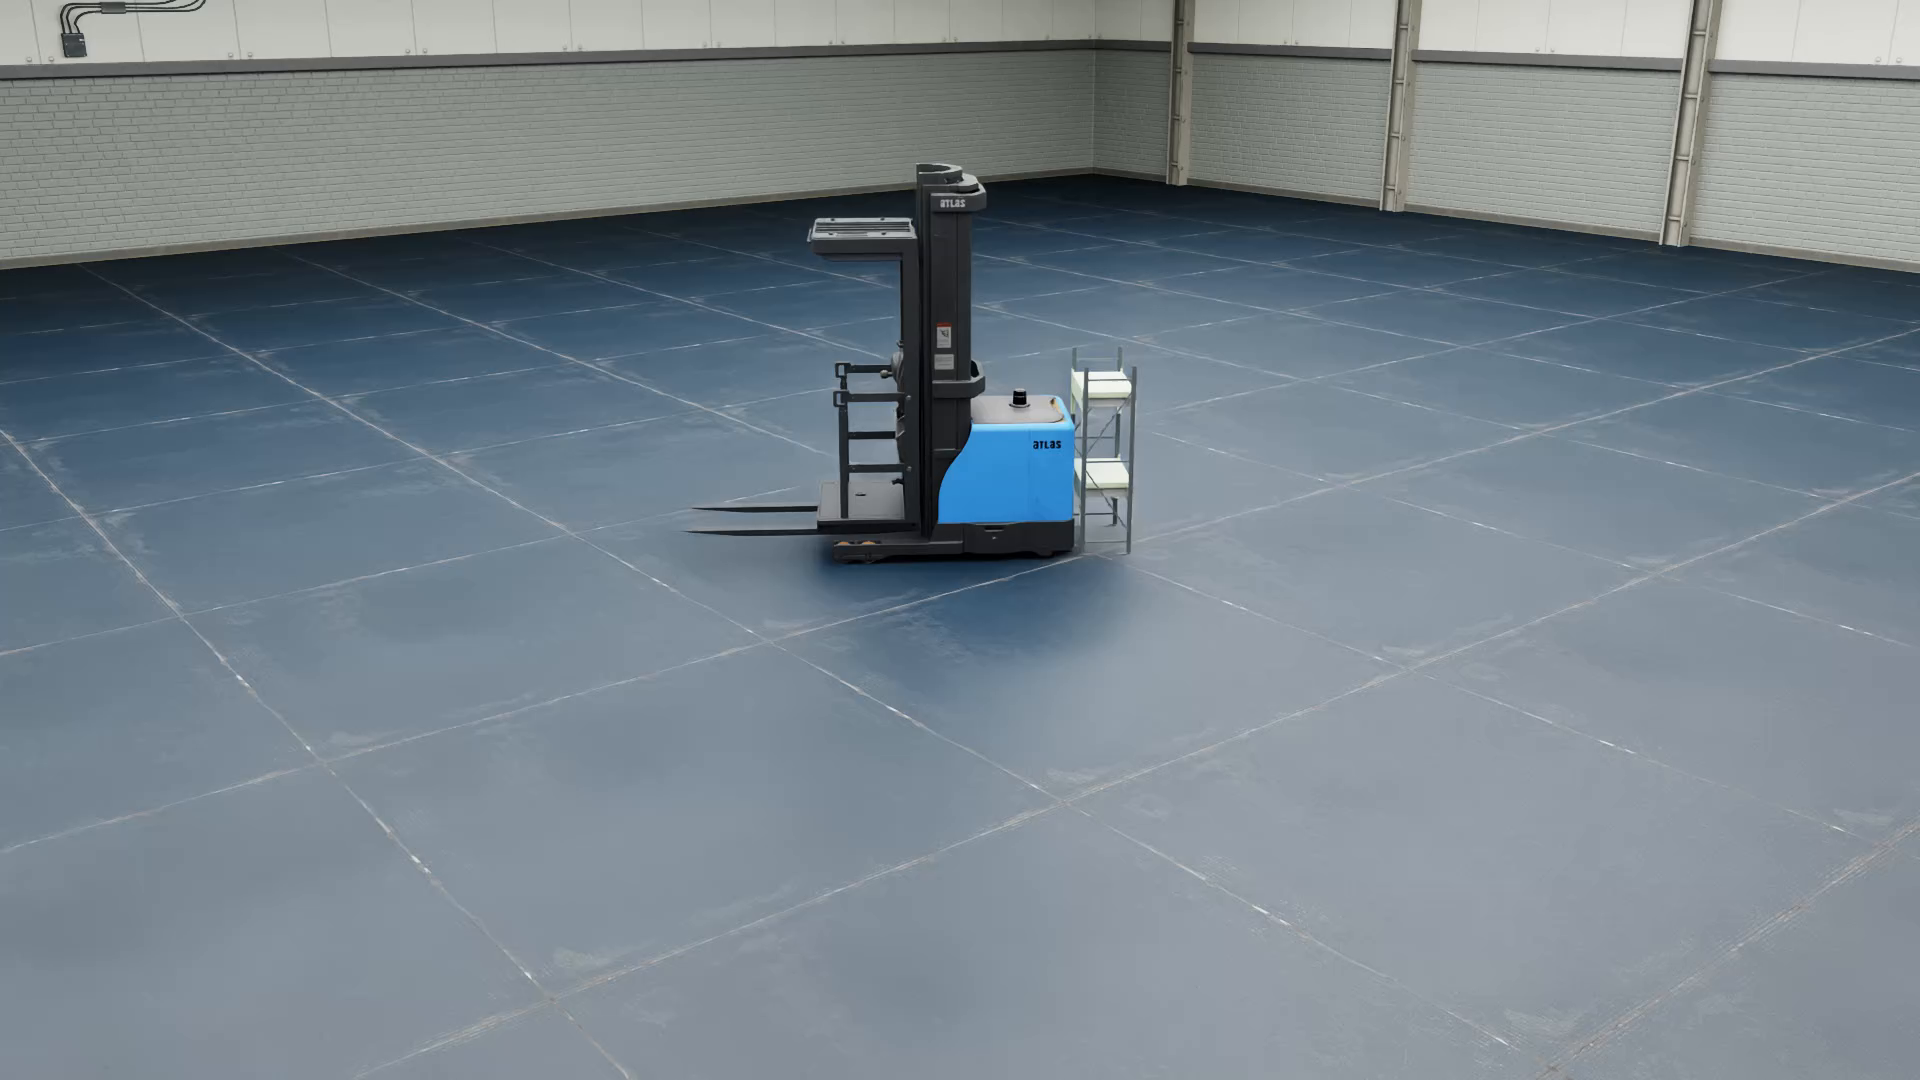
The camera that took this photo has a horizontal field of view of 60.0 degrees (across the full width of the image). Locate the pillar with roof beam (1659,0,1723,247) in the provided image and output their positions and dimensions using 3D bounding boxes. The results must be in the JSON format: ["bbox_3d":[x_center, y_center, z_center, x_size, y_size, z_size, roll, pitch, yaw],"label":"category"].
[{"bbox_3d":[8.999,-8.550,24.867,9.100,9.000,0.400,-14,23,-36],"label":"pillar with roof beam"}]

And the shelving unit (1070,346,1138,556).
[{"bbox_3d":[1.115,-0.712,13.127,0.431,1.500,0.755,-1,18,-3],"label":"shelving unit"}]

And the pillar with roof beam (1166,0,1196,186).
[{"bbox_3d":[1.548,-11.507,33.796,9.100,9.000,0.400,-14,23,-36],"label":"pillar with roof beam"}]

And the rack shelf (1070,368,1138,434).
[{"bbox_3d":[1.115,-1.082,13.004,0.431,0.370,0.720,-1,18,-3],"label":"rack shelf"}]

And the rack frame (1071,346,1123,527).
[{"bbox_3d":[1.095,-0.827,13.474,0.400,1.500,0.023,-1,18,-3],"label":"rack frame"}]

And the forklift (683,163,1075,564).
[{"bbox_3d":[-0.646,-1.380,12.868,3.031,2.935,1.130,-1,18,-3],"label":"forklift"}]

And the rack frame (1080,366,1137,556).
[{"bbox_3d":[1.136,-0.597,12.780,0.400,1.500,0.023,-1,18,-3],"label":"rack frame"}]

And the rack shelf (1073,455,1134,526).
[{"bbox_3d":[1.115,-0.402,13.229,0.431,0.370,0.720,-1,18,-3],"label":"rack shelf"}]

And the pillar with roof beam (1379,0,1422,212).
[{"bbox_3d":[5.274,-10.028,29.332,9.100,9.000,0.400,-14,23,-36],"label":"pillar with roof beam"}]

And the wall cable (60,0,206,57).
[{"bbox_3d":[-13.111,-10.646,25.788,2.305,6.003,0.169,-14,23,-36],"label":"wall cable"}]
